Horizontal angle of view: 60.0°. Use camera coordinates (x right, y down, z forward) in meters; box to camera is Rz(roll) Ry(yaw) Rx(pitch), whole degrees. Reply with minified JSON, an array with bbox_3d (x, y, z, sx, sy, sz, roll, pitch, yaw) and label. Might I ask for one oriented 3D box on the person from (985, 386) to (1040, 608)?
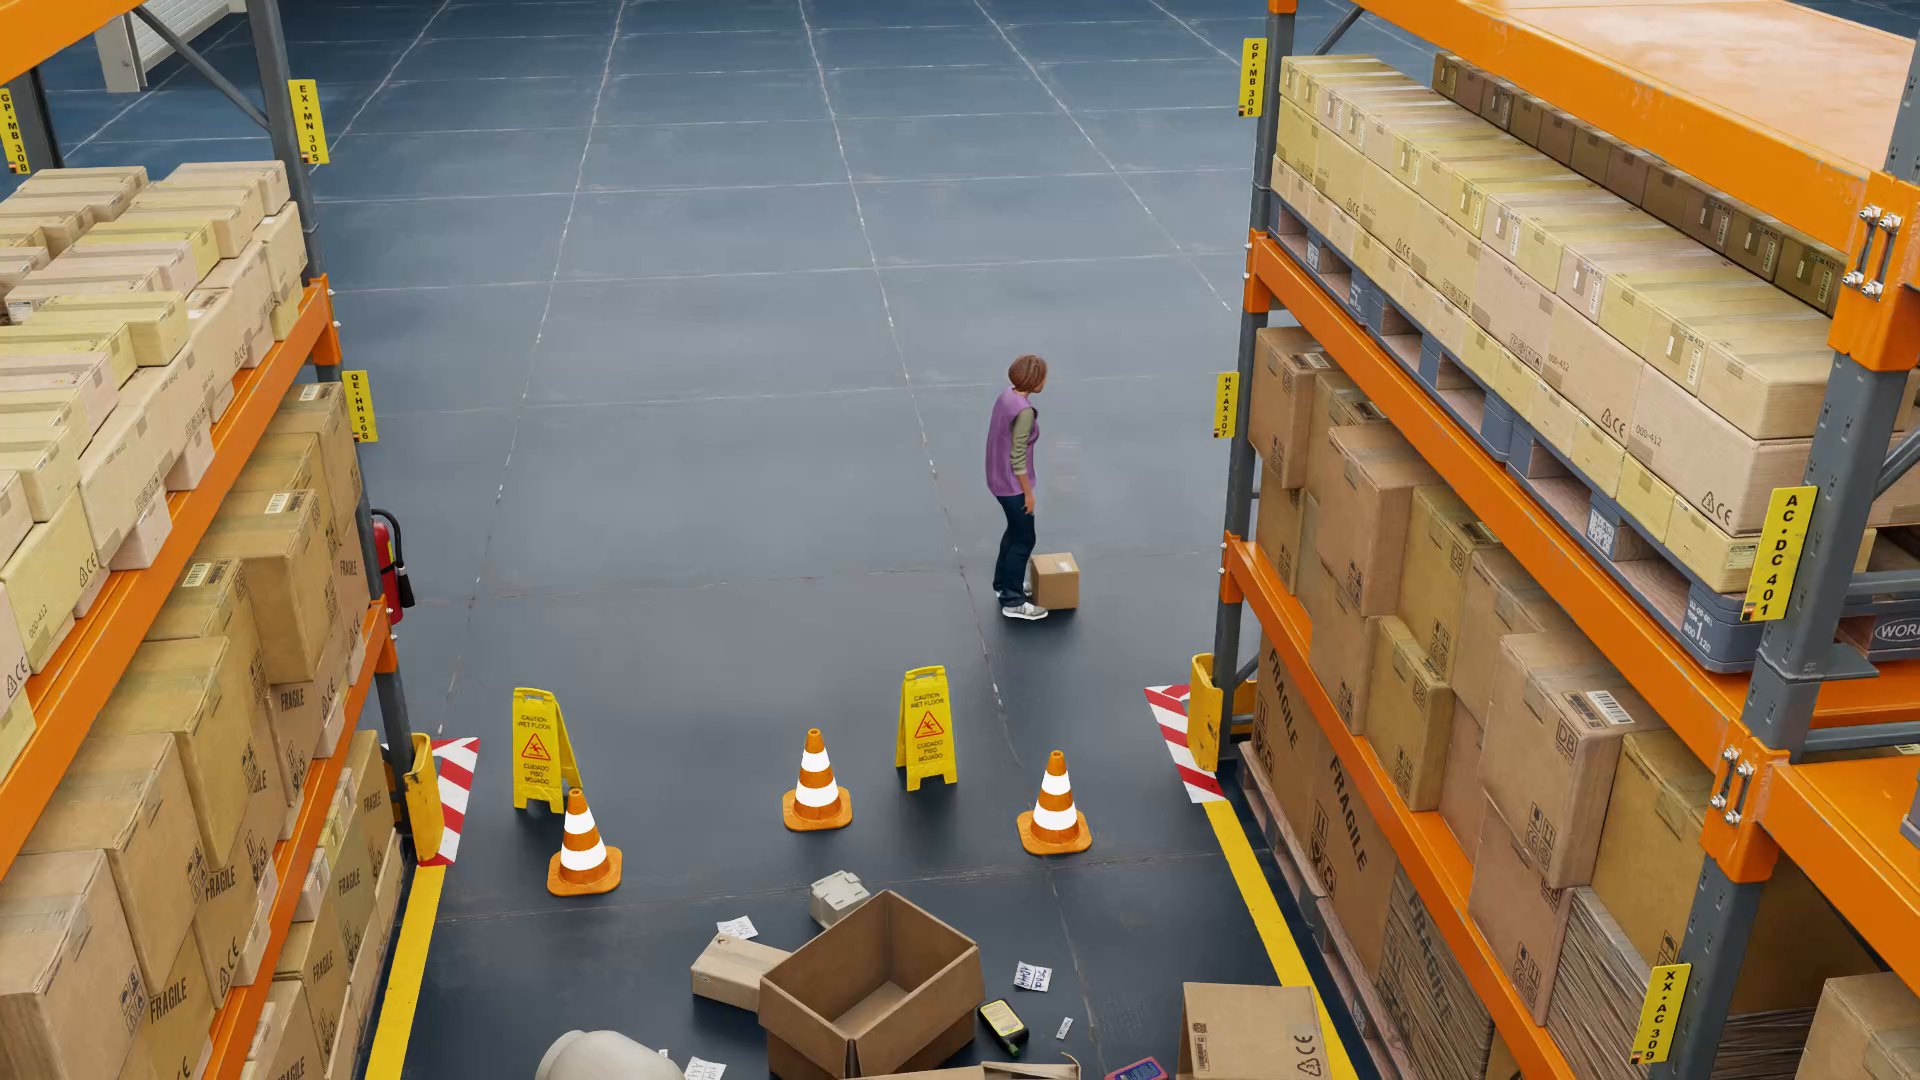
[{"bbox_3d":[0.302,-0.263,9.745,0.290,1.326,0.457,-5,28,-9],"label":"person"}]
